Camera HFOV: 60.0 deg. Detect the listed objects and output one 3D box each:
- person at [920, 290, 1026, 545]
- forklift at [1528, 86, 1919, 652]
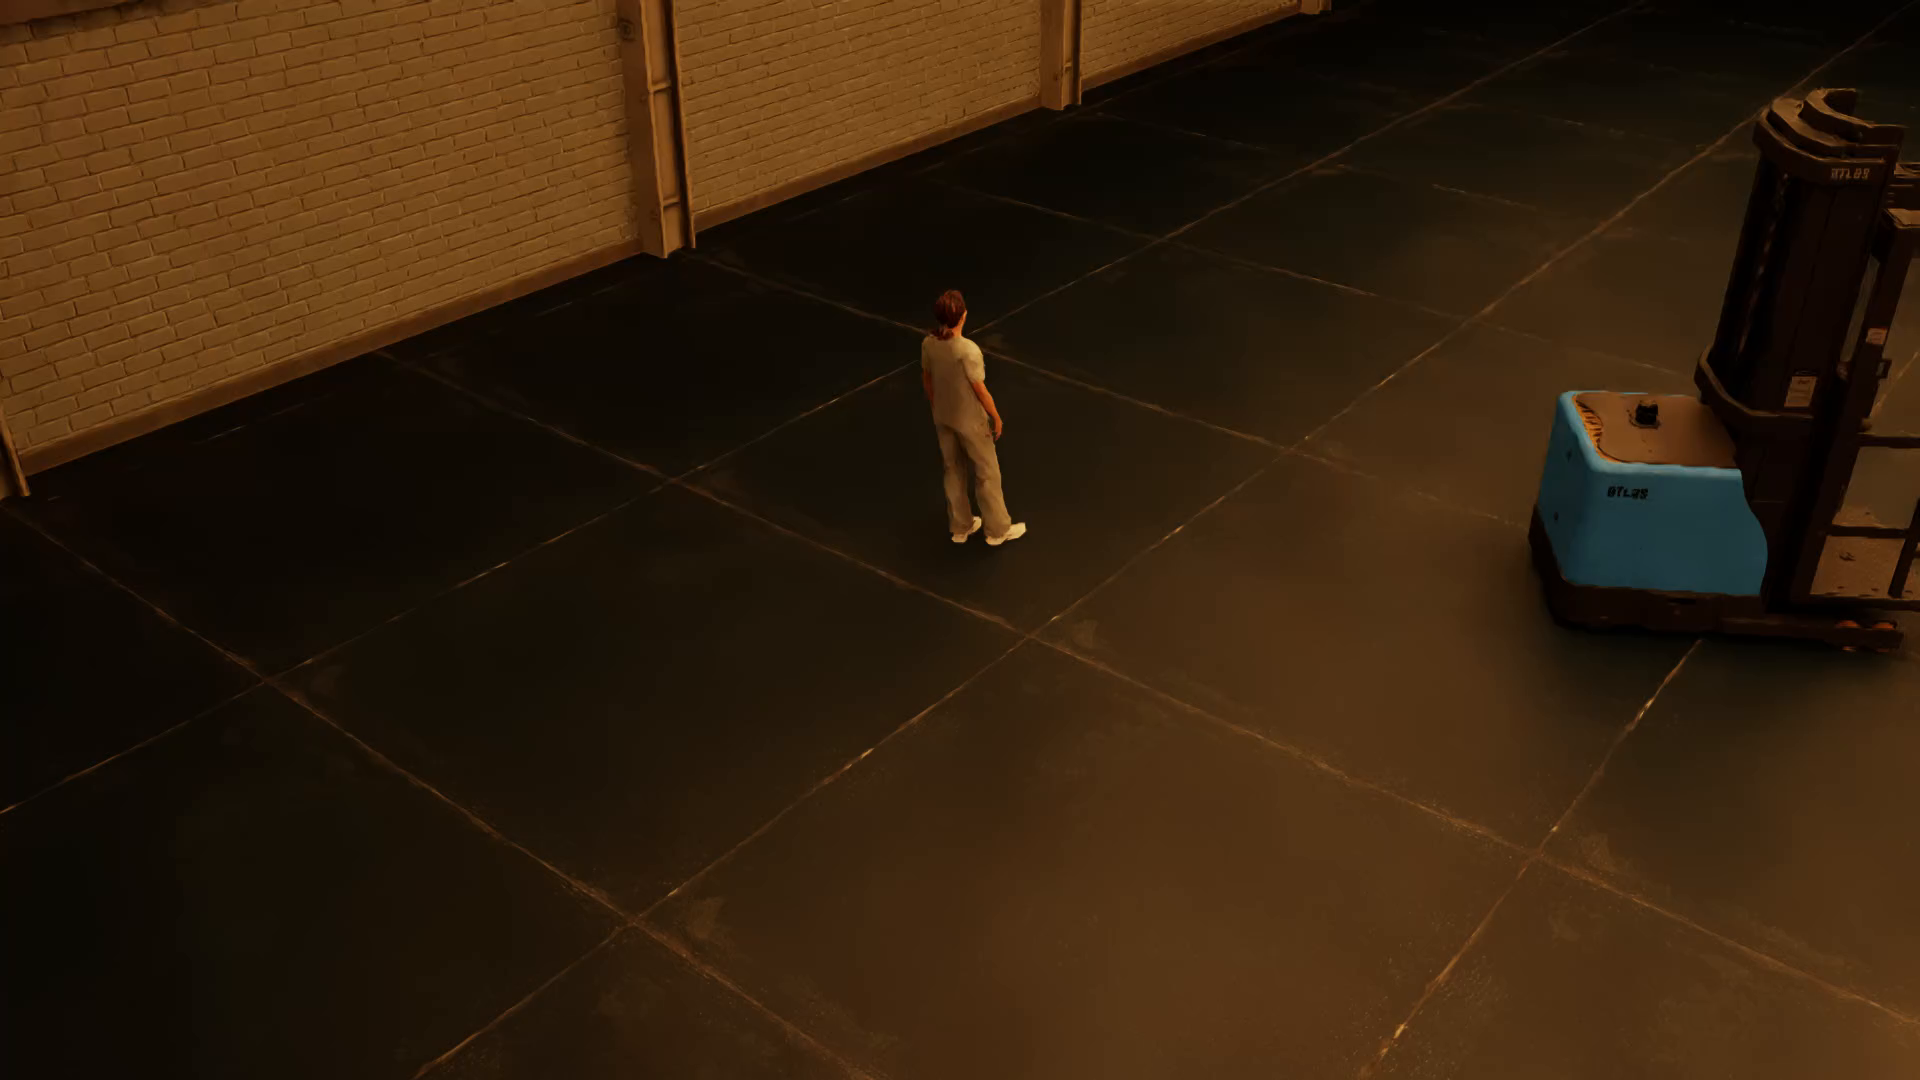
[{"bbox_3d":[0.057,-0.755,10.116,0.550,1.674,0.548,22,37,33],"label":"person"},{"bbox_3d":[5.000,-0.914,9.159,3.031,2.935,1.130,3,30,6],"label":"forklift"}]
